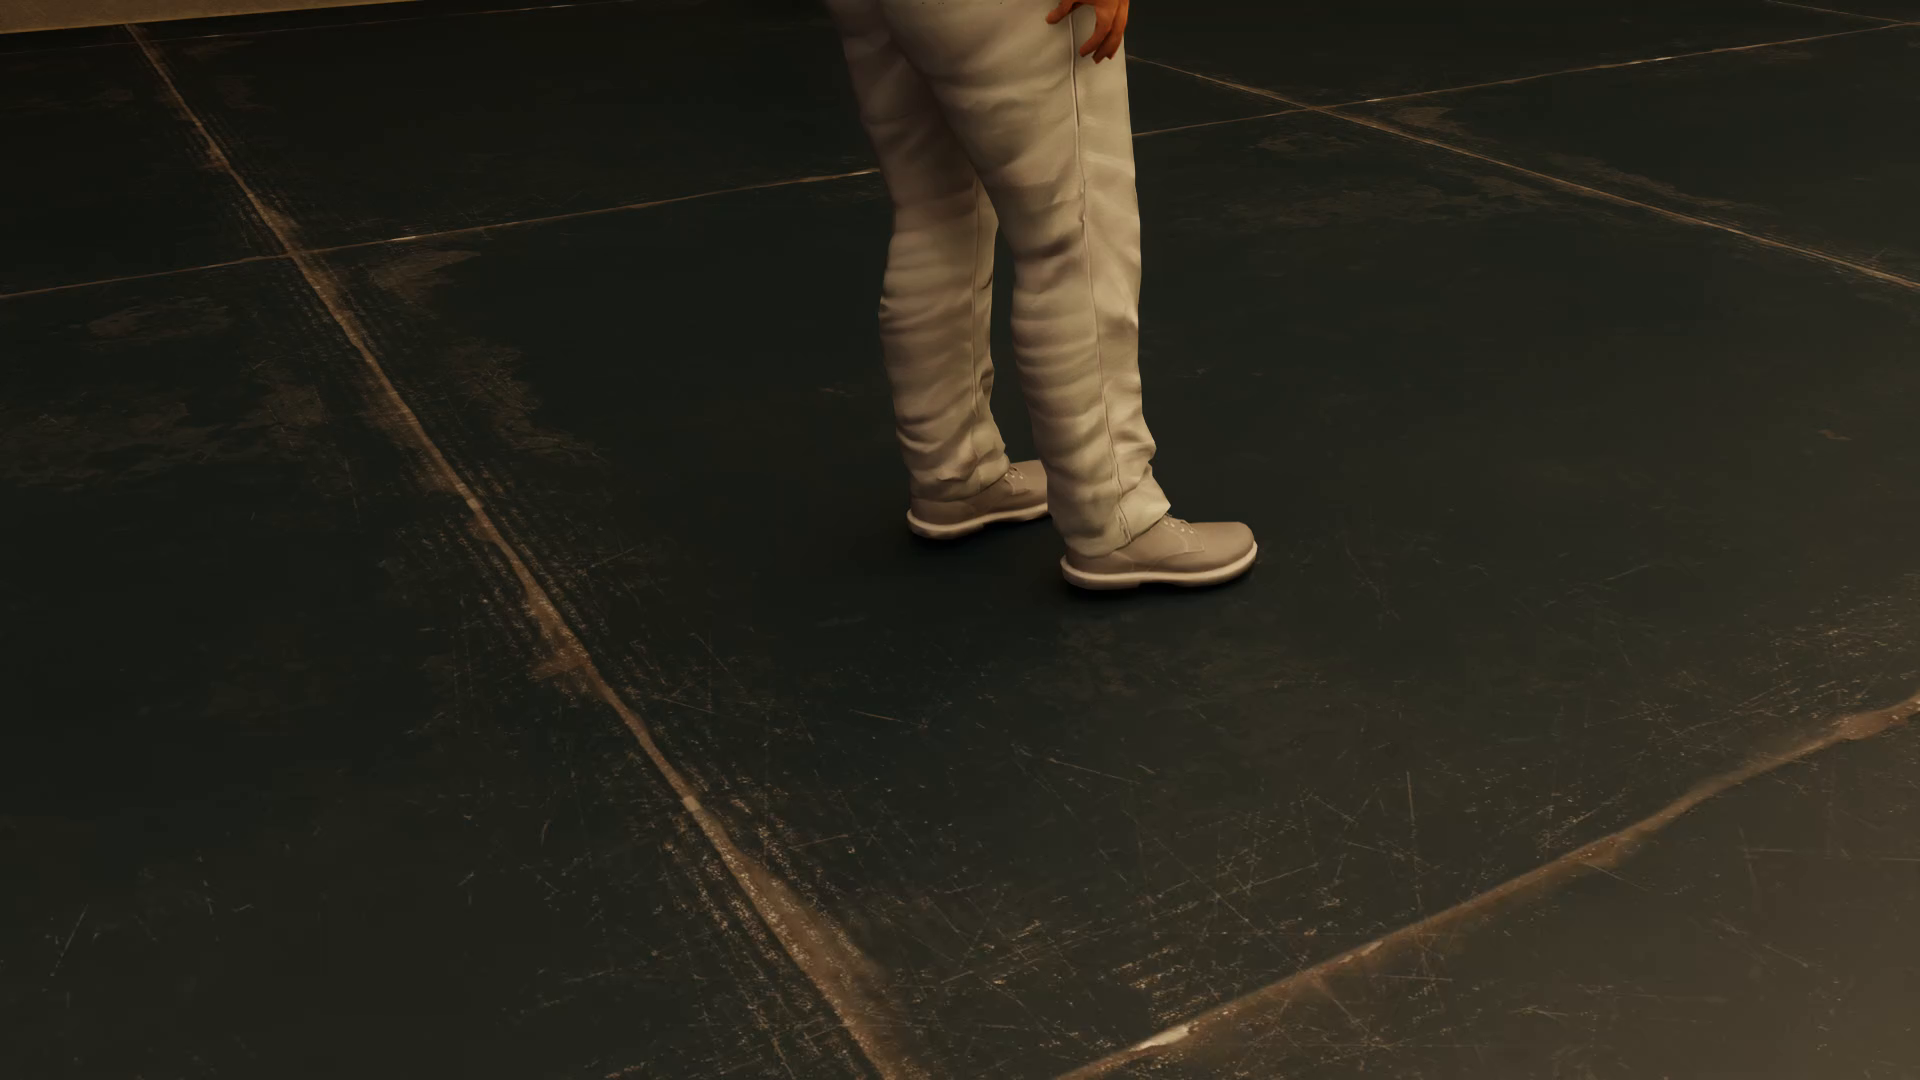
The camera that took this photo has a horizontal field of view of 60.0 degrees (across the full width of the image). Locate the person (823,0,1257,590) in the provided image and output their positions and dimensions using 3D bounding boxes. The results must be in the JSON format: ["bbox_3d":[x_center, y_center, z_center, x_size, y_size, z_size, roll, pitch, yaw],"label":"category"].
[{"bbox_3d":[0.077,-0.759,2.136,0.529,1.670,0.599,-15,30,-26],"label":"person"}]
